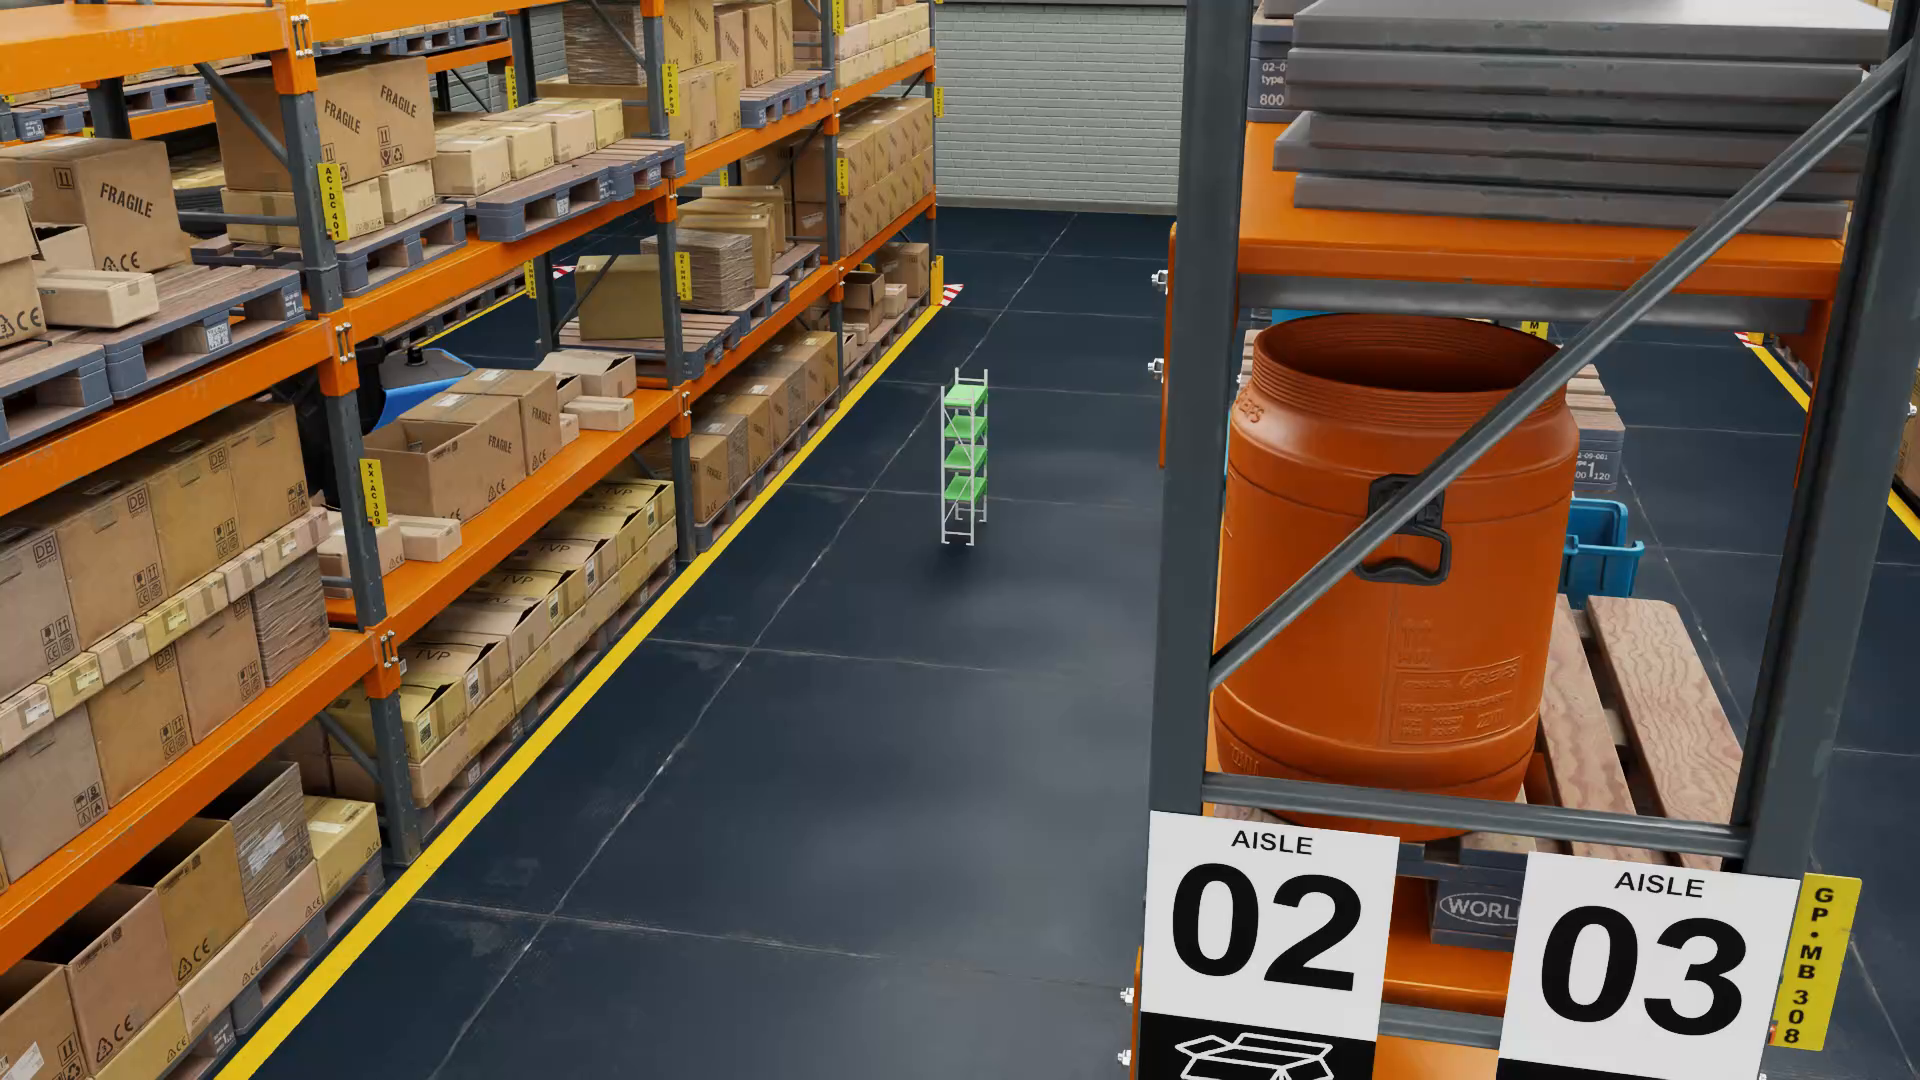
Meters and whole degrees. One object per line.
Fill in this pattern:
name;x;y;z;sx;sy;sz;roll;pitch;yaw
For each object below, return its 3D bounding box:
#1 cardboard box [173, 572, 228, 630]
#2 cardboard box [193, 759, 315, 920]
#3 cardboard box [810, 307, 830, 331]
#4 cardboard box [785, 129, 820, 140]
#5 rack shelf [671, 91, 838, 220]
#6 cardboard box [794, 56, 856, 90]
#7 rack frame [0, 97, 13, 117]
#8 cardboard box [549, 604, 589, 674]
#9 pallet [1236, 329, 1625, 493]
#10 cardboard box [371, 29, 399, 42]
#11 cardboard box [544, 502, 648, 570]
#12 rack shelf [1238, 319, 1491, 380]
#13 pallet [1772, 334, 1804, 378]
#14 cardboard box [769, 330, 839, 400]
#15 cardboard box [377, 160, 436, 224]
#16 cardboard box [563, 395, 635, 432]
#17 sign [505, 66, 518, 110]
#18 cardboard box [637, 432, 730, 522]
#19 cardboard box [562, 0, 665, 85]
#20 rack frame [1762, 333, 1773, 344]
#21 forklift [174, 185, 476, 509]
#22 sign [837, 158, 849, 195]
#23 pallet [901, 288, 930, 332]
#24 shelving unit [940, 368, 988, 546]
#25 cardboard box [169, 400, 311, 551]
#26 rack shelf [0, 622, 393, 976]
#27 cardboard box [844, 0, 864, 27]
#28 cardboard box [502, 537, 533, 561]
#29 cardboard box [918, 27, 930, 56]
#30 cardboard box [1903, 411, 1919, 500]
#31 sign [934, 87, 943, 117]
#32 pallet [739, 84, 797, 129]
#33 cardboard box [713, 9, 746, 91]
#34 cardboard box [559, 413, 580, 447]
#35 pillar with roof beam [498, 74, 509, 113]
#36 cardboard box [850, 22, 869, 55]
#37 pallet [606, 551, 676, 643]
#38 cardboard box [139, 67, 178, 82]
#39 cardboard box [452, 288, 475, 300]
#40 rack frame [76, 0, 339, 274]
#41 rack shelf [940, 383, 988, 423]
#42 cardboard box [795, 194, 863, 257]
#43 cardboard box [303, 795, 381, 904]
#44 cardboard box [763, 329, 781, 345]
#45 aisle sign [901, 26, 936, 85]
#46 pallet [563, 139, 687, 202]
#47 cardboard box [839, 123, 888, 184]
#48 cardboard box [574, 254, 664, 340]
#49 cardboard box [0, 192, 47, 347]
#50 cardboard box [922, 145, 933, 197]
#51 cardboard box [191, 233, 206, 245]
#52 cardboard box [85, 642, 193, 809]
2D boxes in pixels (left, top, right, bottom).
cardboard box;-3.225;0.233;6.757;0.380;0.149;0.250;4;22;11
cardboard box;-3.217;1.283;7.266;0.500;0.500;0.500;4;22;11
cardboard box;-1.599;-2.205;16.822;0.500;0.311;0.500;4;22;11
cardboard box;-1.639;-3.646;15.919;0.500;0.500;0.500;4;22;10
rack shelf;-1.999;-3.070;12.908;1.077;0.370;4.000;4;22;11
cardboard box;-1.249;-4.224;15.012;0.500;0.250;0.500;4;22;11
rack frame;-7.257;-4.440;11.331;1.000;3.000;0.127;4;22;11
cardboard box;-2.585;0.572;10.037;0.500;0.250;0.500;5;22;12
pallet;1.573;-0.471;5.746;1.213;0.211;1.003;4;22;11
cardboard box;-5.924;-5.100;16.492;0.500;0.250;0.500;4;22;10
cardboard box;-2.373;-0.059;10.853;0.500;0.311;0.500;4;22;10
rack shelf;2.033;-1.228;8.335;1.077;0.370;4.000;4;22;11
pallet;8.836;-1.858;16.684;1.003;0.211;1.213;4;22;11
cardboard box;-1.411;-1.586;15.033;0.500;0.500;0.500;4;22;11
cardboard box;-2.979;-1.760;8.332;0.500;0.250;0.500;2;22;6
cardboard box;-2.320;-0.814;10.696;0.380;0.149;0.250;4;22;11
sign;-2.938;-2.954;10.965;0.100;0.325;0.005;4;22;11
cardboard box;-2.034;-0.470;12.262;0.500;0.500;0.500;5;23;13
cardboard box;-2.312;-3.341;11.147;0.500;0.500;0.500;4;22;11
rack frame;8.922;-3.450;16.904;1.000;3.000;0.127;4;22;11
forklift;-5.070;-1.441;12.008;3.031;2.935;1.130;-16;27;-34
sign;-1.047;-3.239;14.832;0.100;0.325;0.005;4;22;11
pallet;-0.952;-2.593;18.510;1.003;0.211;1.213;4;22;11
shelving unit;0.034;-0.617;12.280;0.258;1.200;0.503;4;22;11
cardboard box;-3.308;-0.303;7.220;0.700;0.500;0.500;5;22;11
rack shelf;-3.631;1.248;6.204;1.077;0.370;4.000;4;22;11
cardboard box;-1.288;-4.998;15.260;0.700;0.500;0.500;4;22;11
cardboard box;-3.007;0.088;10.487;0.500;0.311;0.500;4;22;9
cardboard box;-0.621;-5.320;17.734;0.500;0.250;0.500;4;22;11
cardboard box;7.814;-0.634;12.194;1.225;0.875;0.875;4;22;9
sign;-0.236;-4.840;18.384;0.100;0.325;0.005;4;22;11
pallet;-2.001;-3.435;13.104;1.213;0.211;1.003;4;22;11
cardboard box;-2.035;-3.756;12.819;0.600;0.600;0.600;4;22;9
cardboard box;-2.612;-0.693;10.396;0.380;0.149;0.250;6;23;15
pillar with roof beam;-1.706;-8.091;20.397;9.100;9.000;0.400;4;22;11
cardboard box;-1.148;-4.639;15.373;0.500;0.250;0.500;4;22;11
pallet;-2.613;0.311;11.299;1.003;0.211;1.213;4;22;11
cardboard box;-6.944;-4.061;13.684;0.700;0.500;0.500;4;22;11
cardboard box;-5.874;-2.987;18.539;0.700;0.500;0.500;4;22;9
rack frame;-3.223;-2.600;6.765;1.000;3.000;0.127;4;22;11
rack shelf;0.034;-1.003;12.124;0.258;0.148;0.480;4;22;11
cardboard box;-1.220;-2.955;15.543;0.500;0.500;0.500;5;22;12
cardboard box;-3.104;1.449;7.858;0.500;0.250;0.500;4;22;11
cardboard box;-1.928;-1.630;15.142;0.500;0.500;0.500;3;22;8
aisle sign;-0.461;-5.414;18.301;0.394;0.787;0.004;4;22;11
pallet;-2.458;-2.329;10.360;1.213;0.211;1.003;6;23;13
cardboard box;-1.009;-3.781;16.255;0.500;0.500;0.500;4;22;9
cardboard box;-2.389;-1.761;12.014;0.700;0.500;0.500;-3;22;-7
cardboard box;-3.683;-0.924;5.730;0.797;0.503;0.637;7;23;17
cardboard box;-0.600;-4.068;18.306;0.500;0.500;0.500;5;23;13
cardboard box;-6.591;-2.572;14.165;0.500;0.500;0.500;5;22;12
cardboard box;-3.515;0.675;6.528;0.700;0.500;0.500;5;22;12
